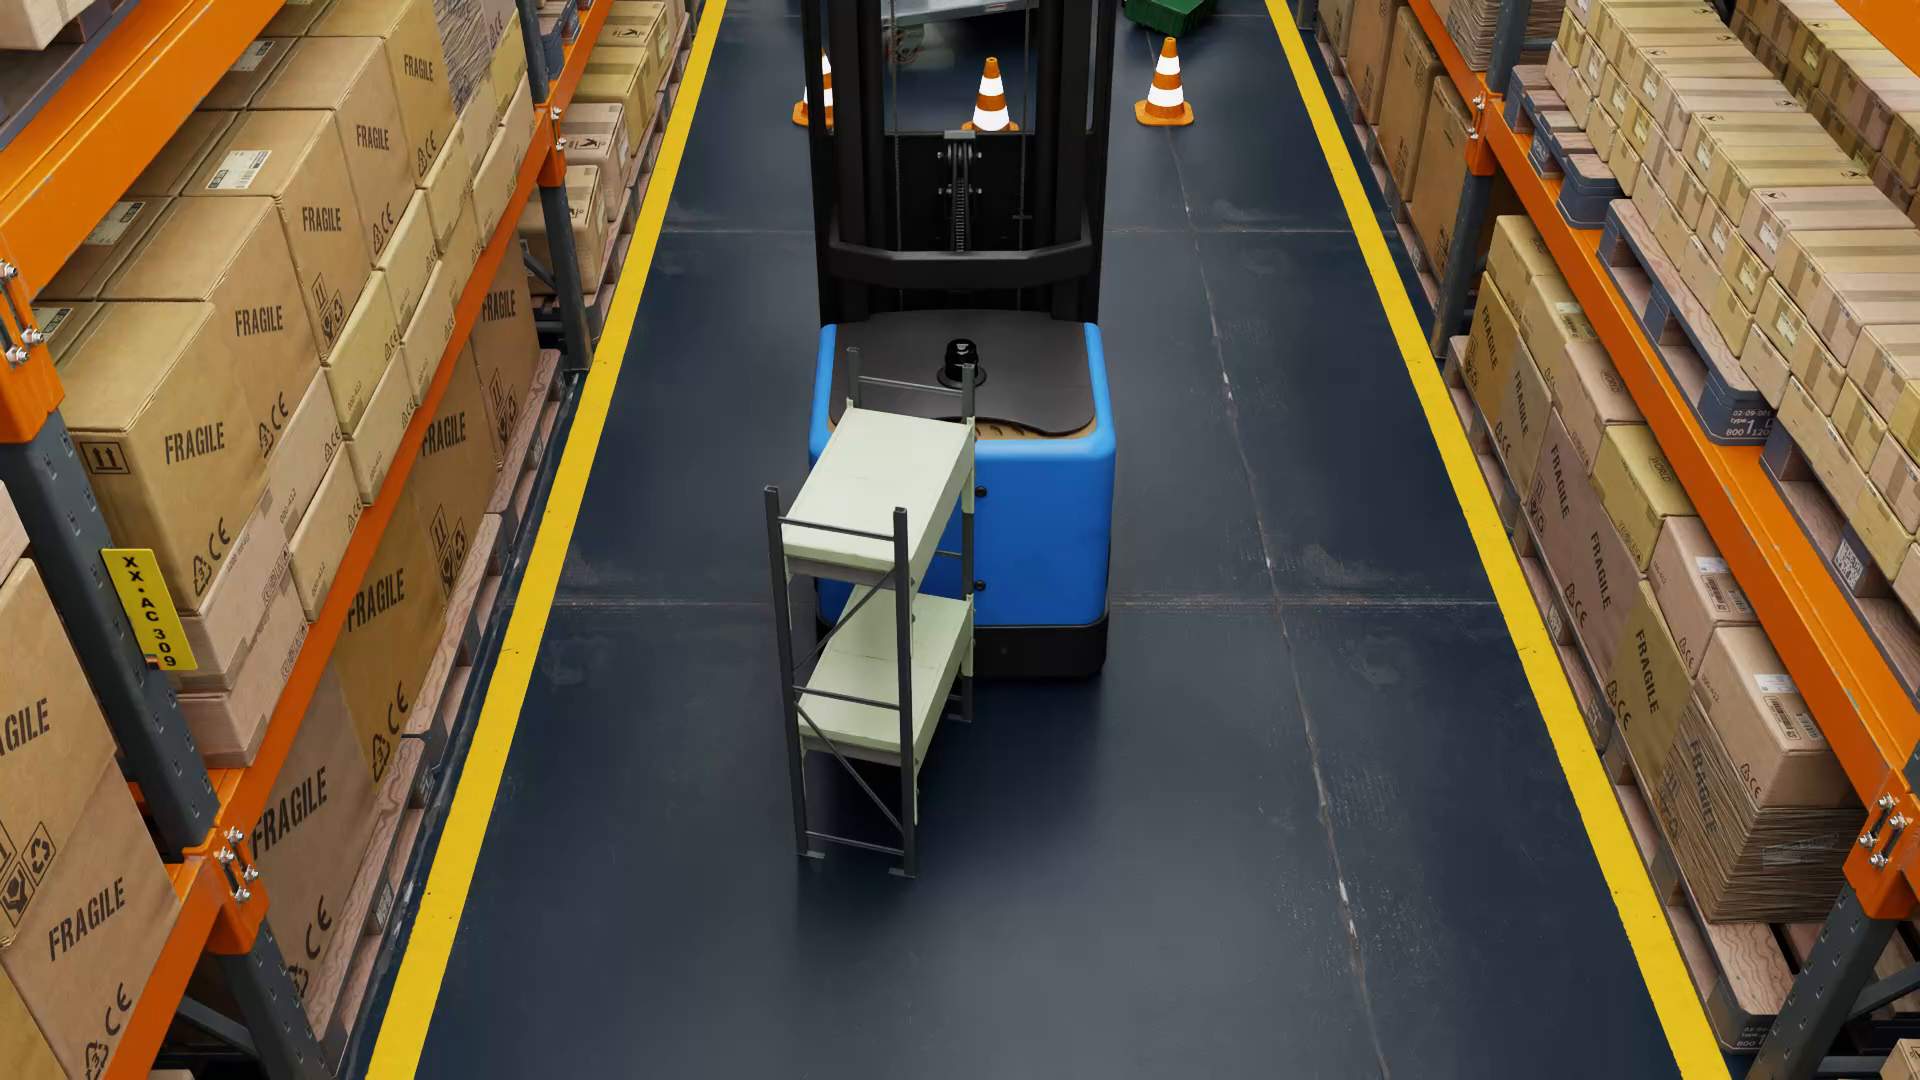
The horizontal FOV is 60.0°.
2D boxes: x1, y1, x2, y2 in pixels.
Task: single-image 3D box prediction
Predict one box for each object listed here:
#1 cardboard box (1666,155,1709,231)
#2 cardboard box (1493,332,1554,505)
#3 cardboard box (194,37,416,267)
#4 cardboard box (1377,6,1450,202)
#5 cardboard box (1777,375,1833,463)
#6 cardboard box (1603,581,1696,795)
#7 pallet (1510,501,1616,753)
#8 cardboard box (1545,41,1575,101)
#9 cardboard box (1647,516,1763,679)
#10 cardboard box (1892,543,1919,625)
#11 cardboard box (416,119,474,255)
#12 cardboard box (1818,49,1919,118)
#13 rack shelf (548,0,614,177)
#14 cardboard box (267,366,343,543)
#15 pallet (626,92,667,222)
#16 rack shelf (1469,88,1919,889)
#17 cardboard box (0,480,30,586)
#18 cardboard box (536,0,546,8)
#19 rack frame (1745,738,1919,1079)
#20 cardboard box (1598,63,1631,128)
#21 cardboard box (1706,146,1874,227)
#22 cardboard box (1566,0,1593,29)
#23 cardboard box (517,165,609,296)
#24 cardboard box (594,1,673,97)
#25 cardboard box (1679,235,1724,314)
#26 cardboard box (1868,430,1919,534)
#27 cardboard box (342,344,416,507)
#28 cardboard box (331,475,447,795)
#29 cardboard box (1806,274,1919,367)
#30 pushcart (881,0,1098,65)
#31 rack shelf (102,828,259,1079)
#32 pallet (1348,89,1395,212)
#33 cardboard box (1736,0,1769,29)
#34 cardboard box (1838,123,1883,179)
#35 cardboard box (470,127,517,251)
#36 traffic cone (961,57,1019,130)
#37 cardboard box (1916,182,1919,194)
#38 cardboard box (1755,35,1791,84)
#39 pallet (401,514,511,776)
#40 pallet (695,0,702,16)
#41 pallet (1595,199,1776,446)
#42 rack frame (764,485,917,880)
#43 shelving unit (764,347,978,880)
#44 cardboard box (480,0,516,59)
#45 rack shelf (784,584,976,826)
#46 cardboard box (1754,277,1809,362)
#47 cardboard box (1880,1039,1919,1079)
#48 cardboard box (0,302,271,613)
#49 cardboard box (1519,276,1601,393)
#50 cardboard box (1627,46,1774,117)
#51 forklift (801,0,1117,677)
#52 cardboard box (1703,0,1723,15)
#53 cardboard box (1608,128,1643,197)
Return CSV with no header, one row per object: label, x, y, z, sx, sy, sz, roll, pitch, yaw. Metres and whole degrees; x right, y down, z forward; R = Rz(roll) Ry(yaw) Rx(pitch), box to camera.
cardboard box,2.532,-1.126,5.384,0.380,0.149,0.250,0,39,0
cardboard box,2.479,-0.483,6.618,0.500,0.500,0.500,0,39,0
cardboard box,-1.962,-1.143,4.899,0.500,0.500,0.500,-1,39,-1
cardboard box,2.814,-2.265,8.641,1.050,0.750,0.750,1,39,1
cardboard box,2.536,-0.340,4.640,0.380,0.149,0.250,-2,39,-2
cardboard box,2.481,0.478,5.418,0.500,0.500,0.500,-1,39,-1
pallet,2.727,0.286,6.224,1.003,0.211,1.213,0,39,0
cardboard box,2.528,-1.838,6.510,0.380,0.149,0.250,-1,39,-1
cardboard box,2.493,0.181,5.188,0.500,0.250,0.500,2,39,2
cardboard box,2.535,0.135,4.047,0.380,0.149,0.250,-1,39,-1
cardboard box,-1.941,-1.178,5.542,0.500,0.250,0.500,-1,39,-1
cardboard box,3.191,-1.556,5.682,0.380,0.149,0.250,1,39,1
rack shelf,-2.223,-2.955,8.614,1.077,0.370,4.000,0,39,0
cardboard box,-1.963,-0.222,4.348,0.500,0.250,0.500,1,39,1
pallet,-2.219,-2.147,9.260,1.003,0.211,1.213,0,39,0
rack shelf,2.732,-0.520,5.576,1.077,0.370,4.000,0,39,0
cardboard box,-1.897,0.026,2.920,0.380,0.149,0.250,-1,39,-1
cardboard box,-2.002,-2.431,7.250,0.380,0.149,0.250,-2,39,-3
rack frame,2.737,0.450,3.790,0.949,2.616,0.053,0,39,0
cardboard box,2.535,-1.595,5.969,0.380,0.149,0.250,-1,39,-1
cardboard box,2.536,-1.083,5.092,0.380,0.149,0.250,-1,39,-1
cardboard box,2.536,-2.058,6.309,0.380,0.149,0.250,0,39,0
cardboard box,-2.211,-1.477,7.960,0.950,0.372,0.625,-2,39,-3
cardboard box,-2.218,-2.847,9.670,0.950,0.372,0.625,2,39,3
cardboard box,2.530,-0.846,5.272,0.380,0.149,0.250,-1,39,-2
cardboard box,2.534,-0.146,4.161,0.380,0.149,0.250,0,39,0
cardboard box,-1.939,-0.345,4.901,0.500,0.250,0.500,0,39,0
cardboard box,-2.306,0.229,5.429,0.875,0.875,0.875,1,39,1
cardboard box,2.538,-0.593,4.481,0.380,0.149,0.250,0,39,0
pushcart,0.055,-3.496,10.811,1.648,0.377,0.936,-13,40,-16
rack shelf,-2.214,2.048,2.371,1.077,0.370,4.000,0,39,0
pallet,2.805,-2.218,9.349,1.003,0.211,1.213,0,39,0
cardboard box,3.188,-2.044,6.291,0.380,0.149,0.250,-1,39,-2
cardboard box,3.188,-1.282,5.578,0.380,0.149,0.250,0,39,0
cardboard box,-1.944,-1.291,6.082,0.500,0.250,0.500,1,39,1
traffic cone,0.176,-2.542,9.551,0.336,0.463,0.334,0,39,0
cardboard box,3.187,-1.072,5.079,0.380,0.149,0.250,1,39,1
cardboard box,3.187,-1.758,6.173,0.380,0.149,0.250,1,39,2
pallet,-2.297,0.357,6.136,1.003,0.211,1.213,0,39,0
pallet,-2.261,-3.818,11.346,1.003,0.211,1.213,0,39,0
pallet,2.772,-0.739,5.427,1.003,0.211,1.213,0,39,0
rack frame,-0.337,0.475,4.959,0.400,1.500,0.023,9,40,11
shelving unit,-0.244,0.253,5.235,0.431,1.500,0.755,9,40,11
cardboard box,-1.958,-2.091,6.081,0.500,0.500,0.500,-1,39,-1
rack shelf,-0.244,0.508,5.439,0.431,0.370,0.720,9,40,11
cardboard box,2.533,-0.635,4.771,0.380,0.149,0.250,-2,39,-2
cardboard box,2.527,1.382,4.096,0.380,0.149,0.250,1,39,2
cardboard box,-1.929,-0.188,3.707,0.500,0.500,0.500,0,39,0
cardboard box,2.489,-0.784,6.394,0.500,0.250,0.500,0,39,-1
cardboard box,2.535,-1.574,5.704,0.380,0.149,0.250,-2,39,-2
forklift,-0.007,-1.538,6.325,1.130,2.935,3.031,0,39,0
cardboard box,2.999,-2.372,7.231,0.500,0.500,0.500,0,39,0
cardboard box,2.531,-1.332,5.879,0.380,0.149,0.250,2,39,2
